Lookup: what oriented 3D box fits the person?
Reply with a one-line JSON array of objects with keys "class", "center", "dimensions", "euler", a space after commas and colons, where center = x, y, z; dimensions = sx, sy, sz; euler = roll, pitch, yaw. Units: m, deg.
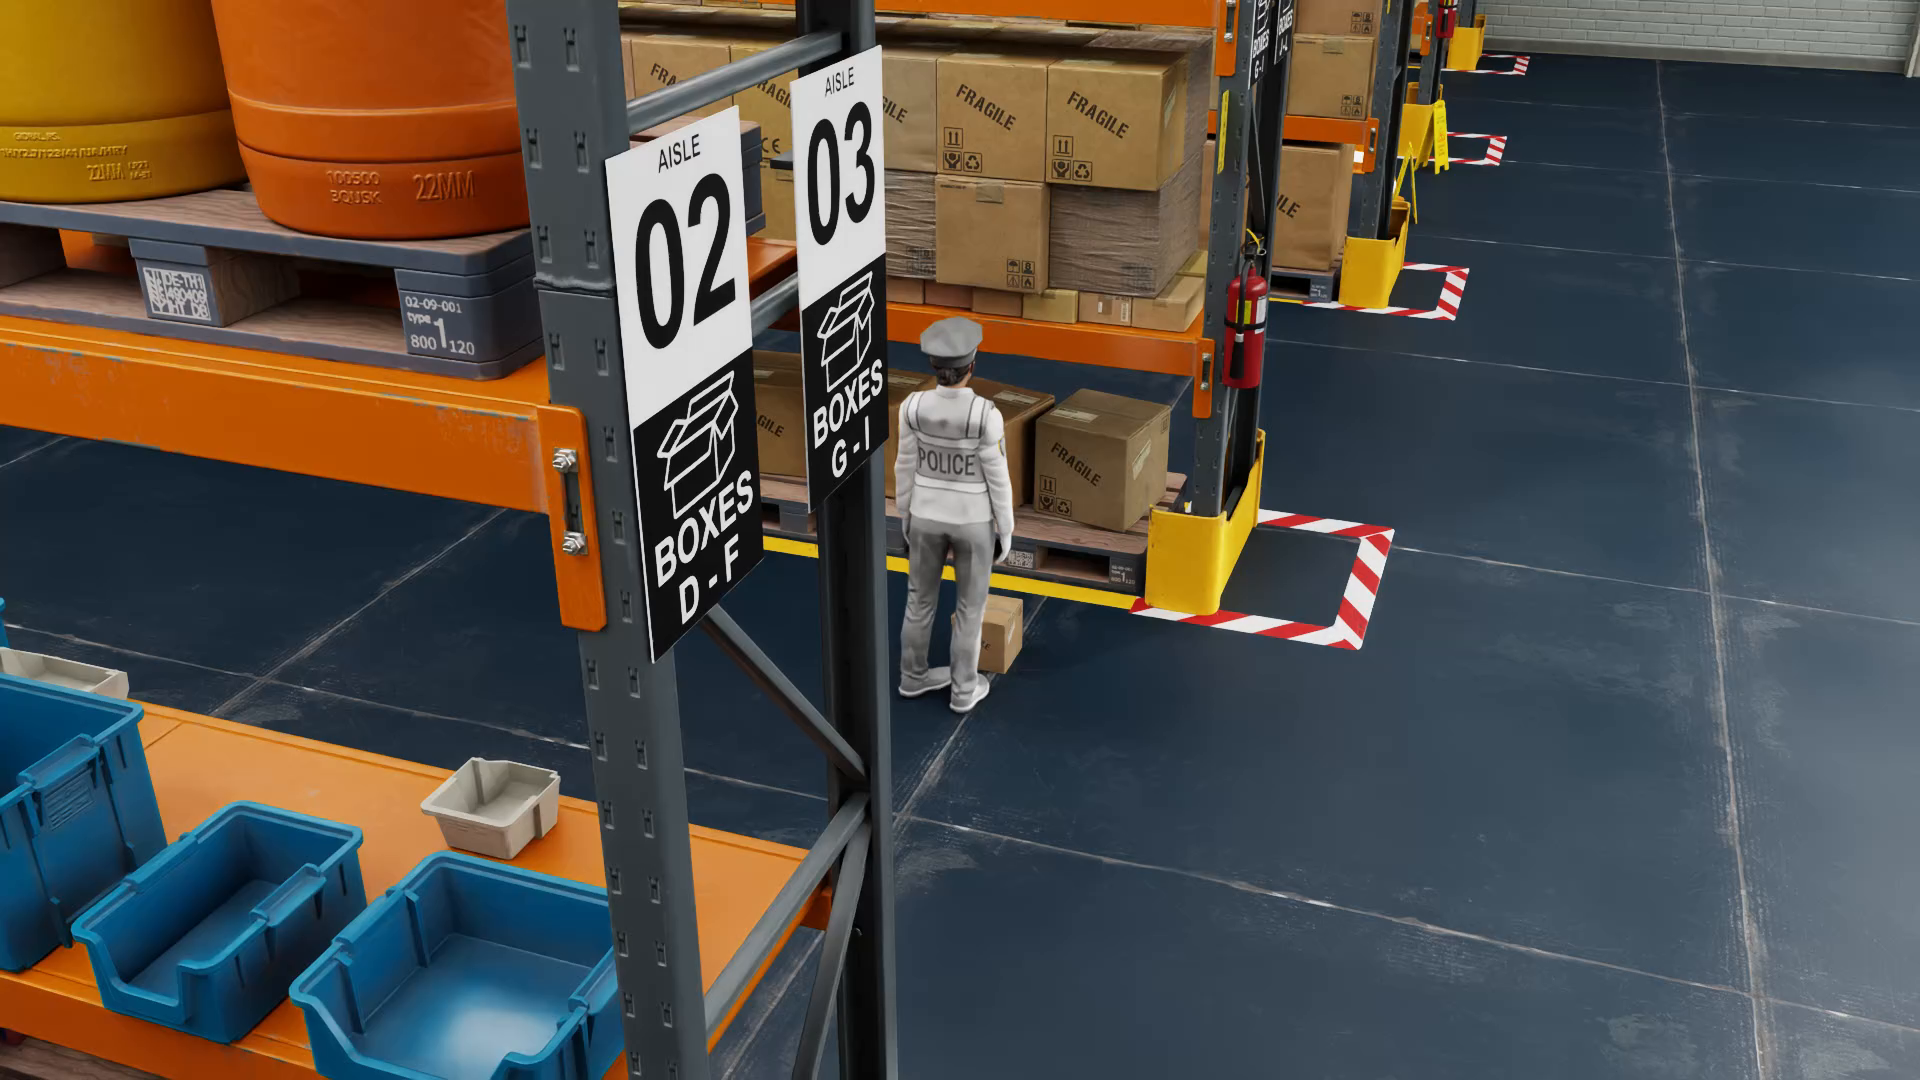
[{"class": "person", "center": [-0.014, -0.081, 6.745], "dimensions": [0.500, 1.684, 0.345], "euler": [8, 27, 17]}]
